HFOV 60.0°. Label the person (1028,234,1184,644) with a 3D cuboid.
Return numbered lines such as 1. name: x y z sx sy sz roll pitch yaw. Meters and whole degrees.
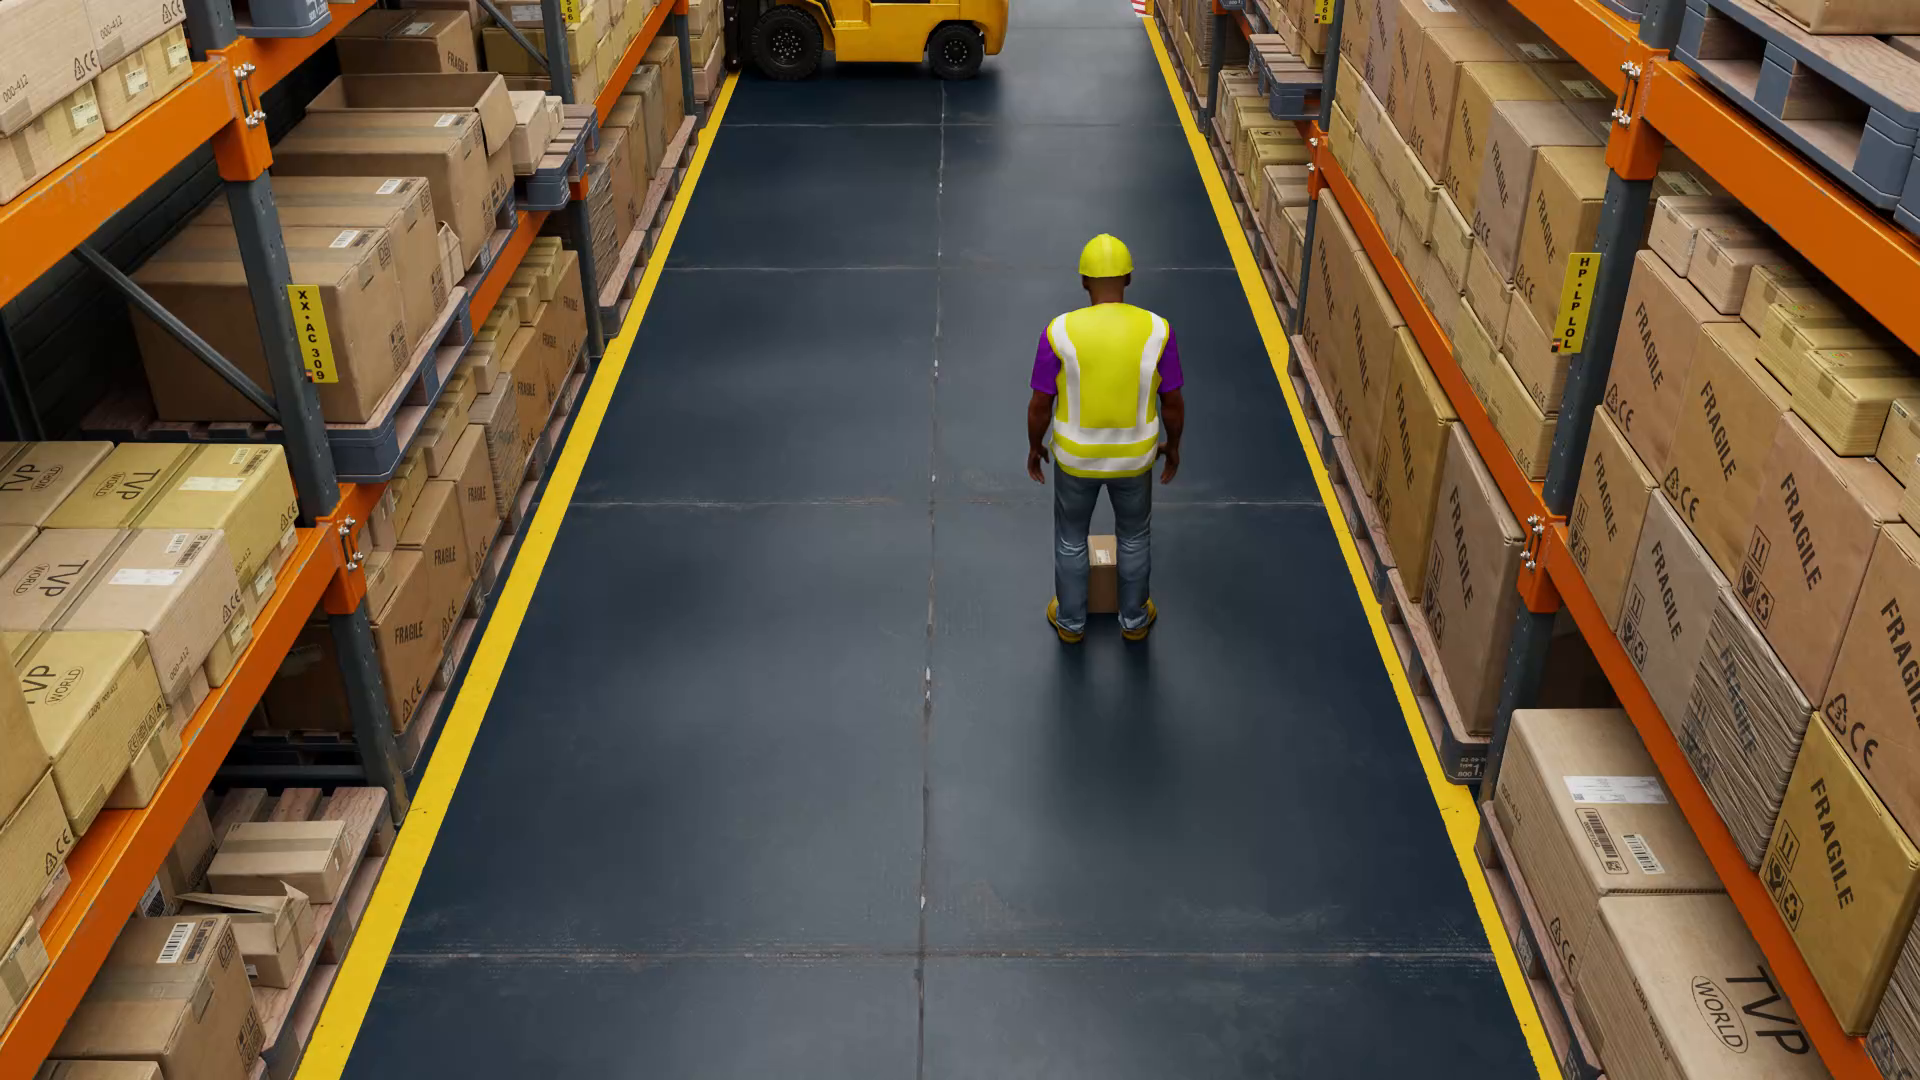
1. person: 0.582 -0.374 6.731 0.627 1.760 0.461 0 31 0
